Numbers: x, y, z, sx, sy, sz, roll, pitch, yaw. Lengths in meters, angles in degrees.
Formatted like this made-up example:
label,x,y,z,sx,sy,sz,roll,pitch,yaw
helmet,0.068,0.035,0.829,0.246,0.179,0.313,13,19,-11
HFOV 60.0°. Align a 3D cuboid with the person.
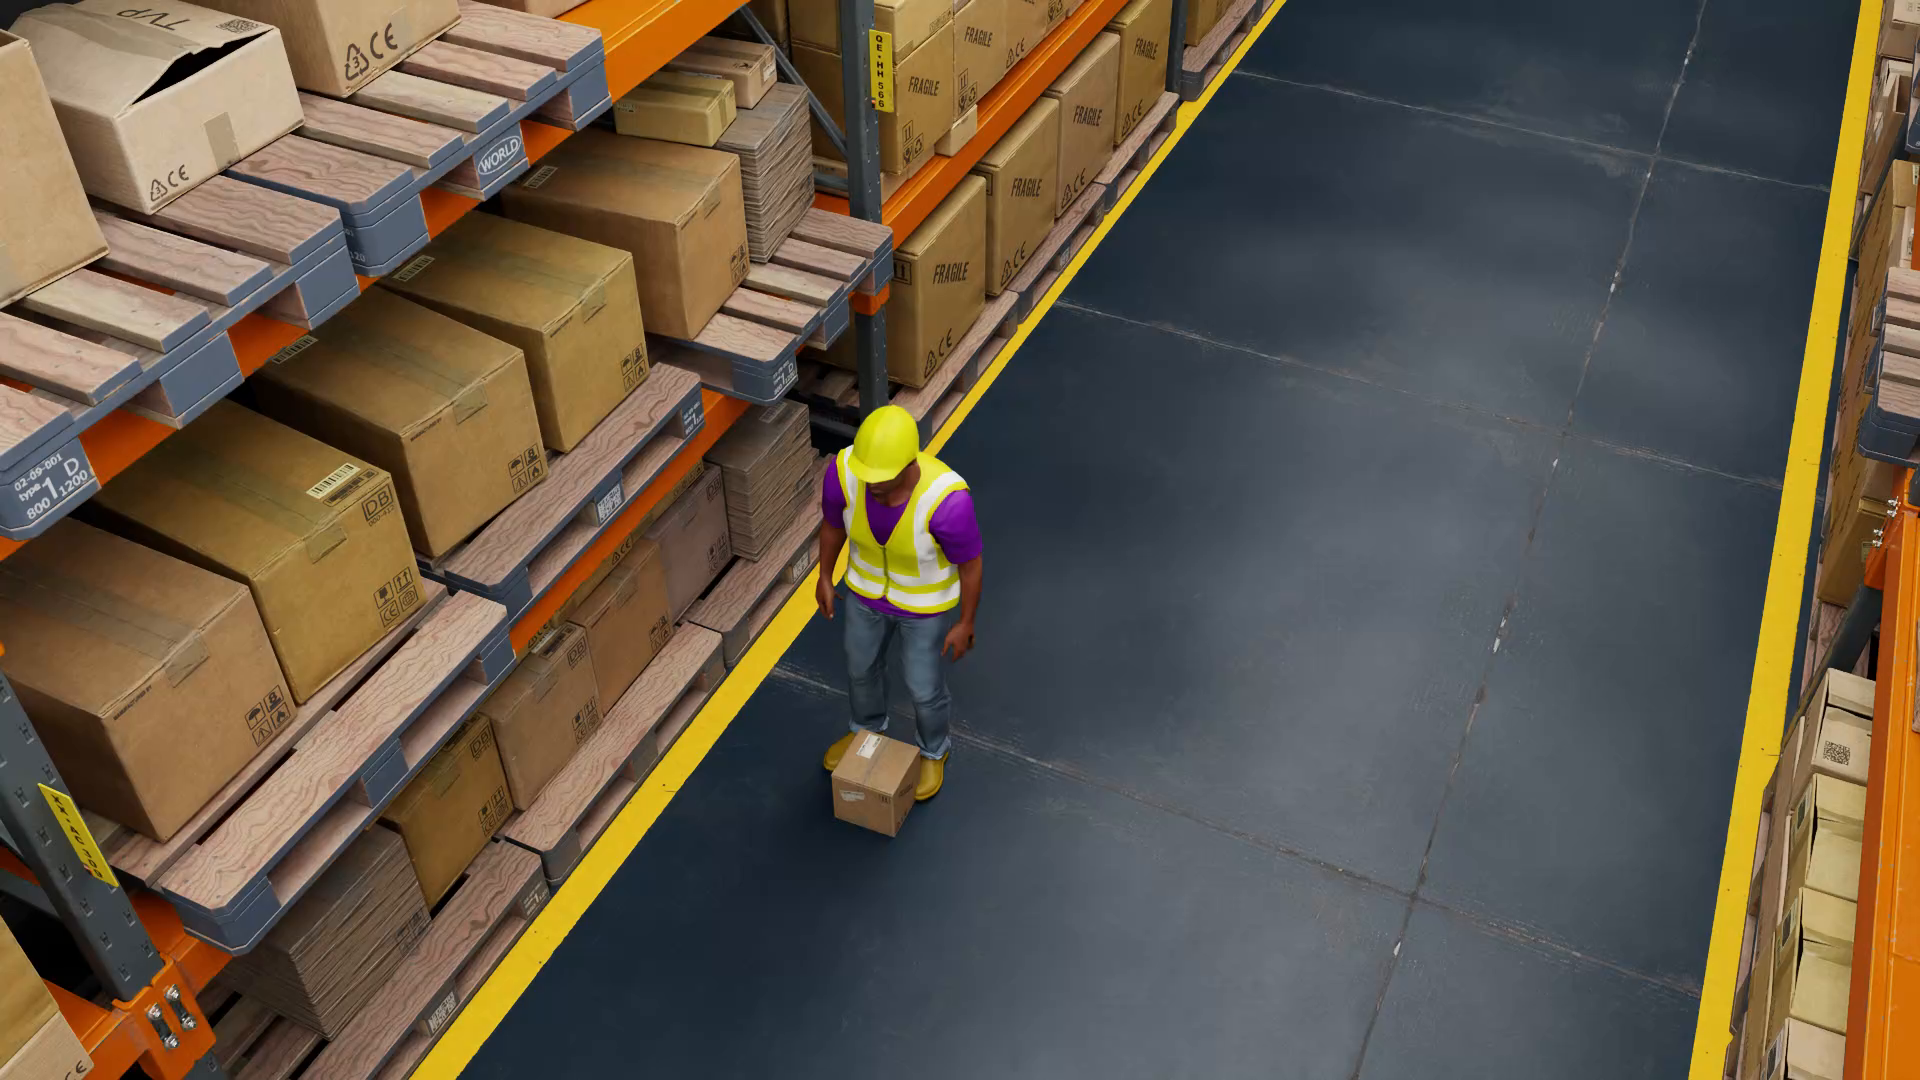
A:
label,x,y,z,sx,sy,sz,roll,pitch,yaw
person,-0.228,0.207,5.914,0.631,1.760,0.460,15,44,16
